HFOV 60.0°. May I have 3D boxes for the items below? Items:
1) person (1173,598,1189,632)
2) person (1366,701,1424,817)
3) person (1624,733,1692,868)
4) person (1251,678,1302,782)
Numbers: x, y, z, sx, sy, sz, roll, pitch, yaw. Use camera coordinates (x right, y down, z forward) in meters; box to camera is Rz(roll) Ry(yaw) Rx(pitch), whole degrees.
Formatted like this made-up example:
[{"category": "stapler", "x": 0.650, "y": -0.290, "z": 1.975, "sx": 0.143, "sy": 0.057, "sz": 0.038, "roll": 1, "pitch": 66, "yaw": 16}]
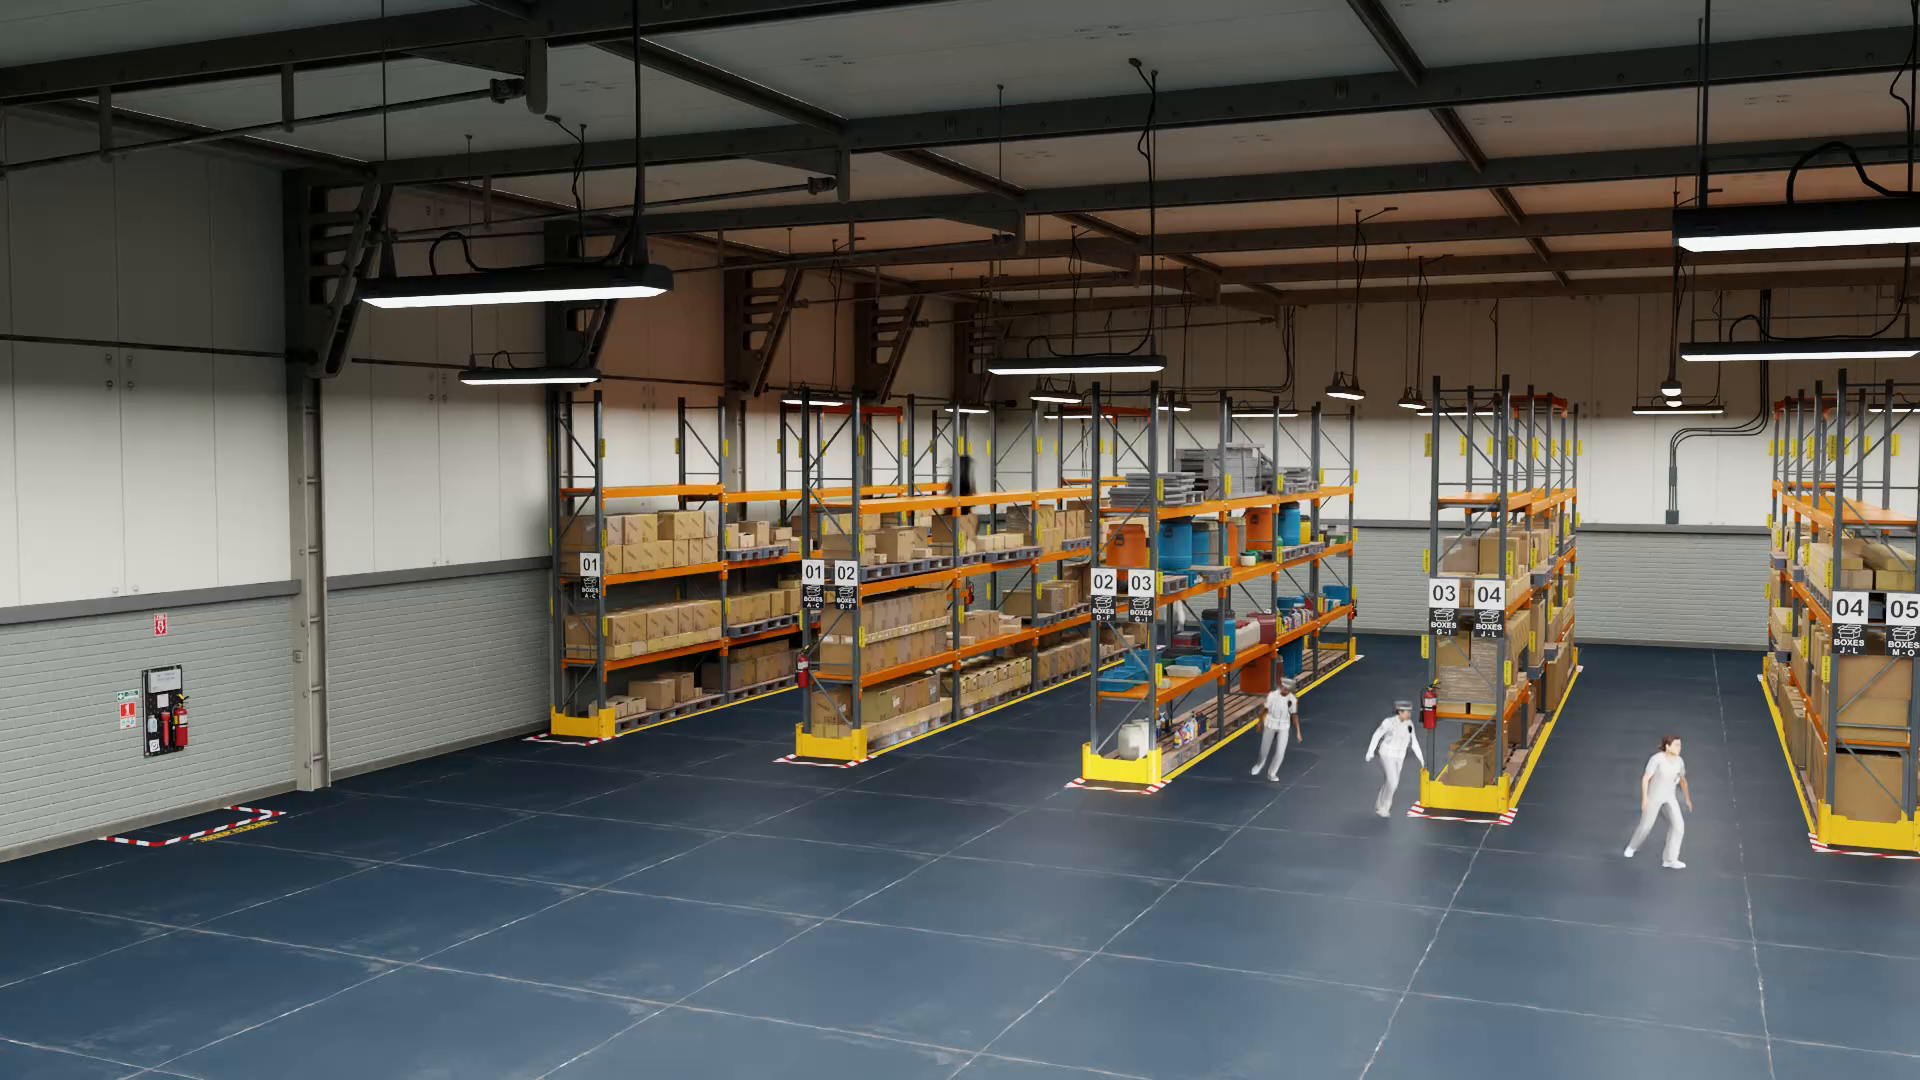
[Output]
[{"category": "person", "x": 5.502, "y": 1.784, "z": 42.184, "sx": 0.659, "sy": 1.807, "sz": 0.739, "roll": 0, "pitch": 3, "yaw": -4}, {"category": "person", "x": 5.849, "y": 2.951, "z": 22.429, "sx": 0.551, "sy": 1.609, "sz": 0.710, "roll": -1, "pitch": 3, "yaw": -24}, {"category": "person", "x": 8.408, "y": 3.101, "z": 20.024, "sx": 0.646, "sy": 1.602, "sz": 0.829, "roll": -1, "pitch": 3, "yaw": -12}, {"category": "person", "x": 4.734, "y": 2.828, "z": 24.891, "sx": 0.710, "sy": 1.580, "sz": 0.625, "roll": 0, "pitch": 3, "yaw": 2}]
